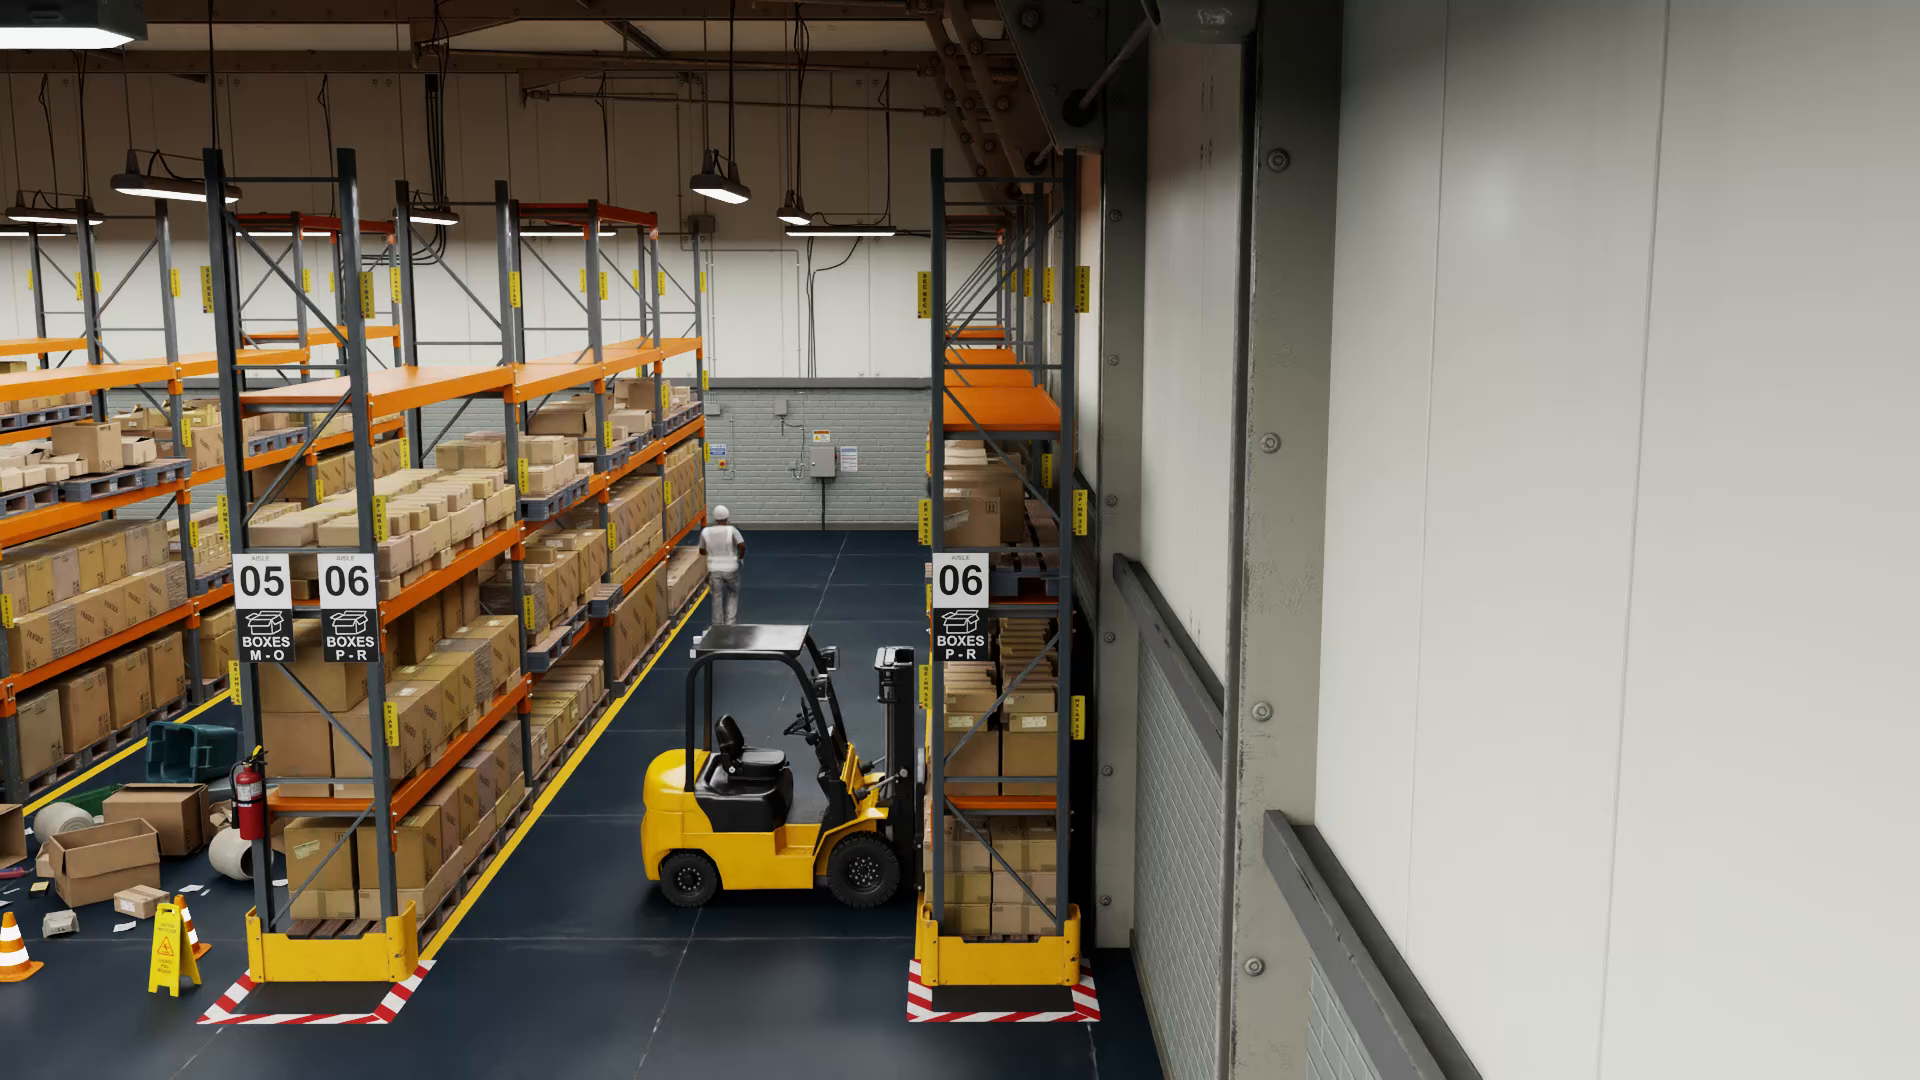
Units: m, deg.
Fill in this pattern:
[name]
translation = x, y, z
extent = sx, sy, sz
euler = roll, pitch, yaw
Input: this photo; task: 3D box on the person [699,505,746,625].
[person]
translation = -3.187, 0.438, 22.494
extent = 0.660, 1.854, 0.652
euler = 0, 9, 0
